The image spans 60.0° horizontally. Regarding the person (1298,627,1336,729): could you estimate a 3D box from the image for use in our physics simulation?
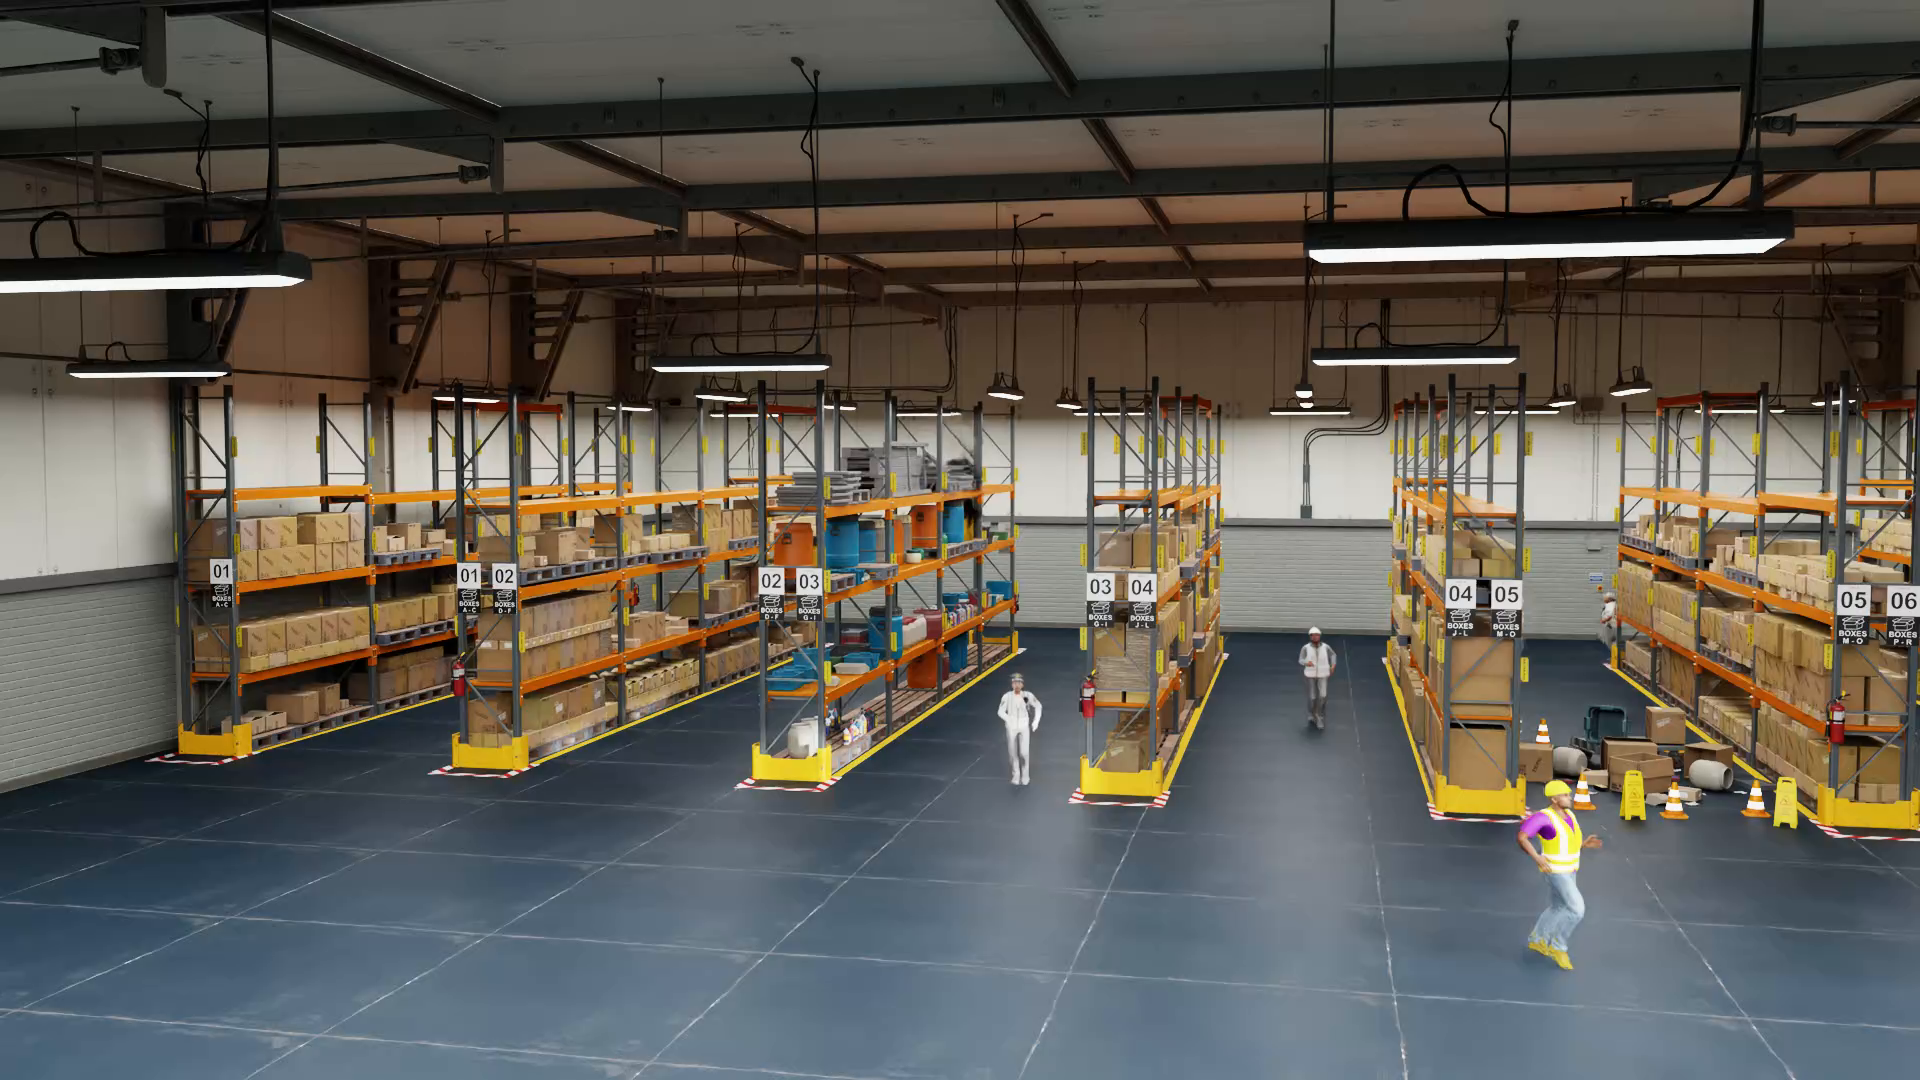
[{"bbox_3d":[6.407,2.470,29.846,0.659,1.809,0.755,1,3,12],"label":"person"}]

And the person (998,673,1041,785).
[{"bbox_3d":[0.876,2.793,24.488,0.635,1.668,0.621,0,3,4],"label":"person"}]

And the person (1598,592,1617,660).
[{"bbox_3d":[15.204,2.026,38.910,0.527,1.622,0.674,1,3,24],"label":"person"}]

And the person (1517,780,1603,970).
[{"bbox_3d":[5.812,3.229,16.060,0.696,1.806,0.674,3,4,44],"label":"person"}]
